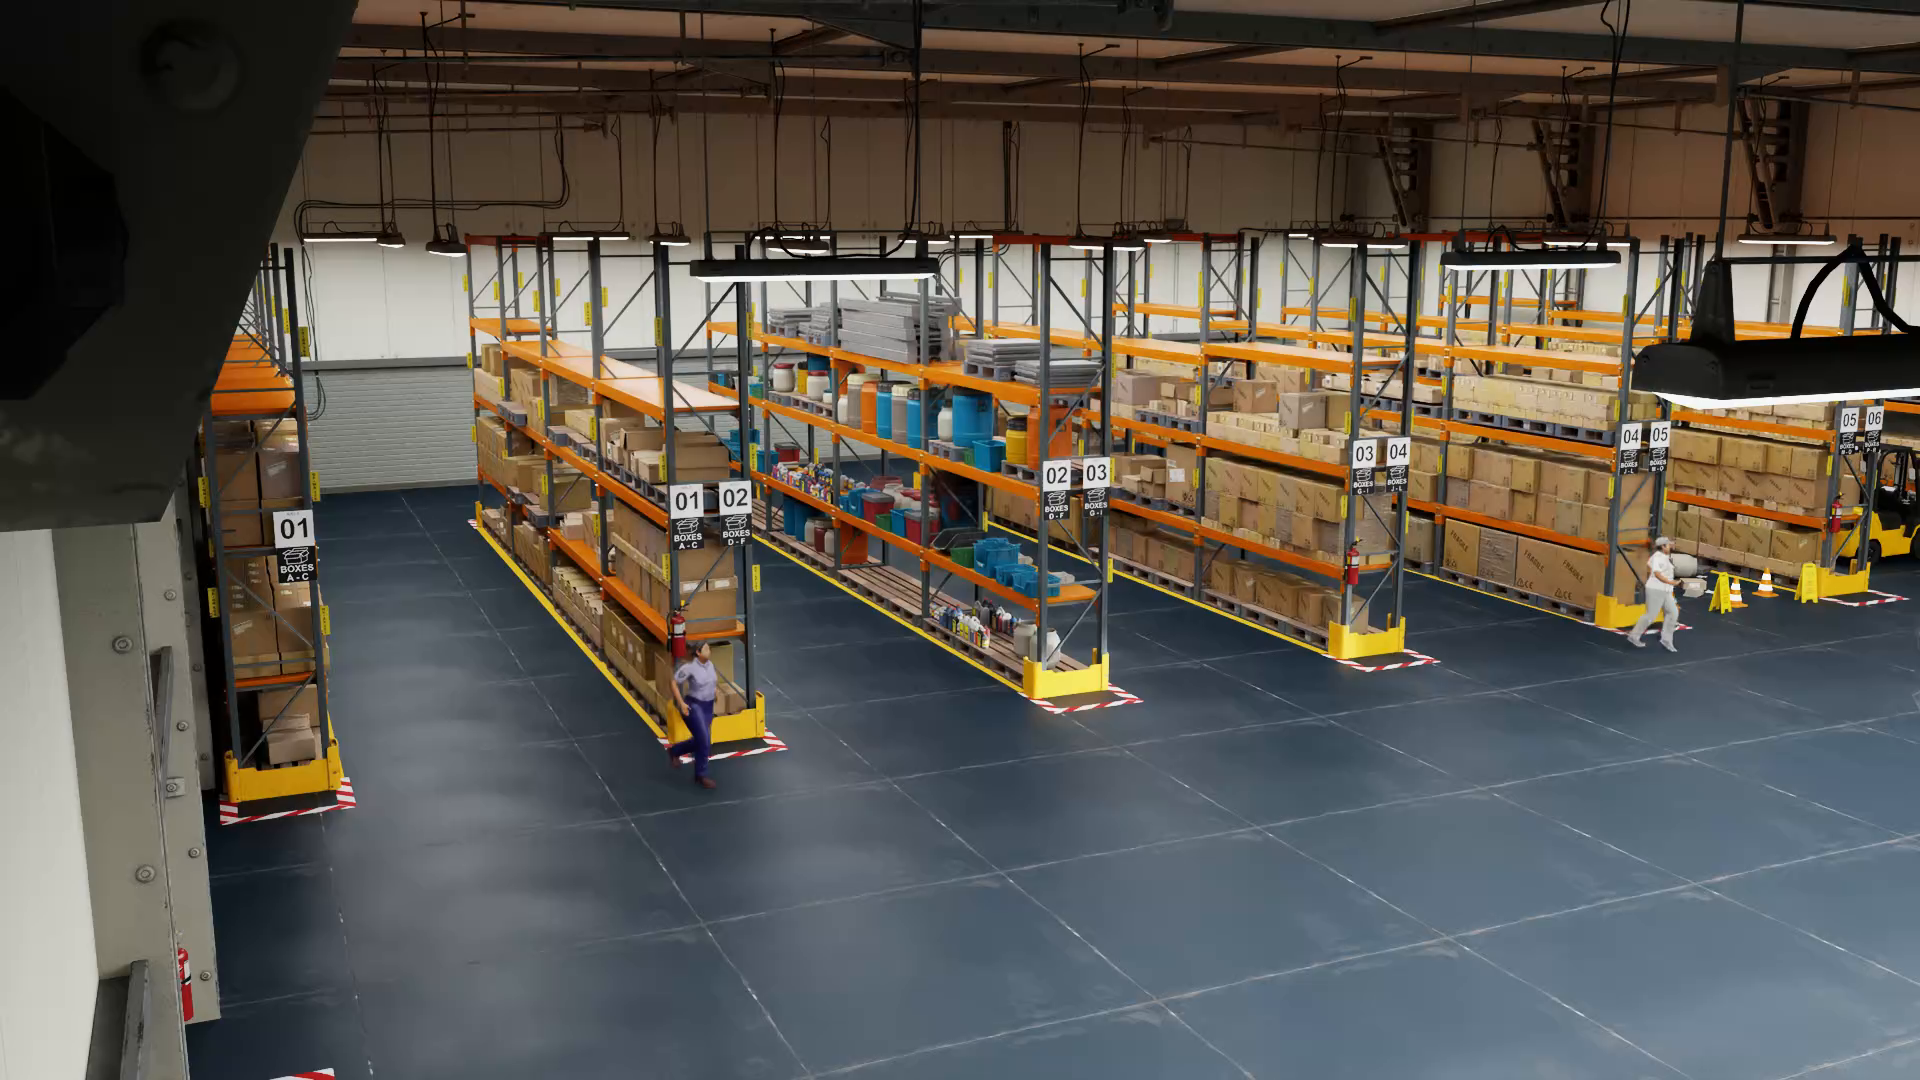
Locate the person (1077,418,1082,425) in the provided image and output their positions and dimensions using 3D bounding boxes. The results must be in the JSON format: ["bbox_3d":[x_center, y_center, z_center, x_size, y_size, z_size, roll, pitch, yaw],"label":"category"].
[{"bbox_3d":[2.876,-2.393,41.305,0.790,1.573,0.496,9,14,38],"label":"person"}]

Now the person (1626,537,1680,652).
[{"bbox_3d":[10.397,0.796,24.749,0.681,1.705,0.667,6,13,29],"label":"person"}]

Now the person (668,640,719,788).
[{"bbox_3d":[-3.004,1.938,18.990,0.787,1.612,0.647,6,13,30],"label":"person"}]

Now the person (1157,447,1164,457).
[{"bbox_3d":[5.099,-2.495,41.761,0.594,1.540,0.857,-9,14,-40],"label":"person"}]
